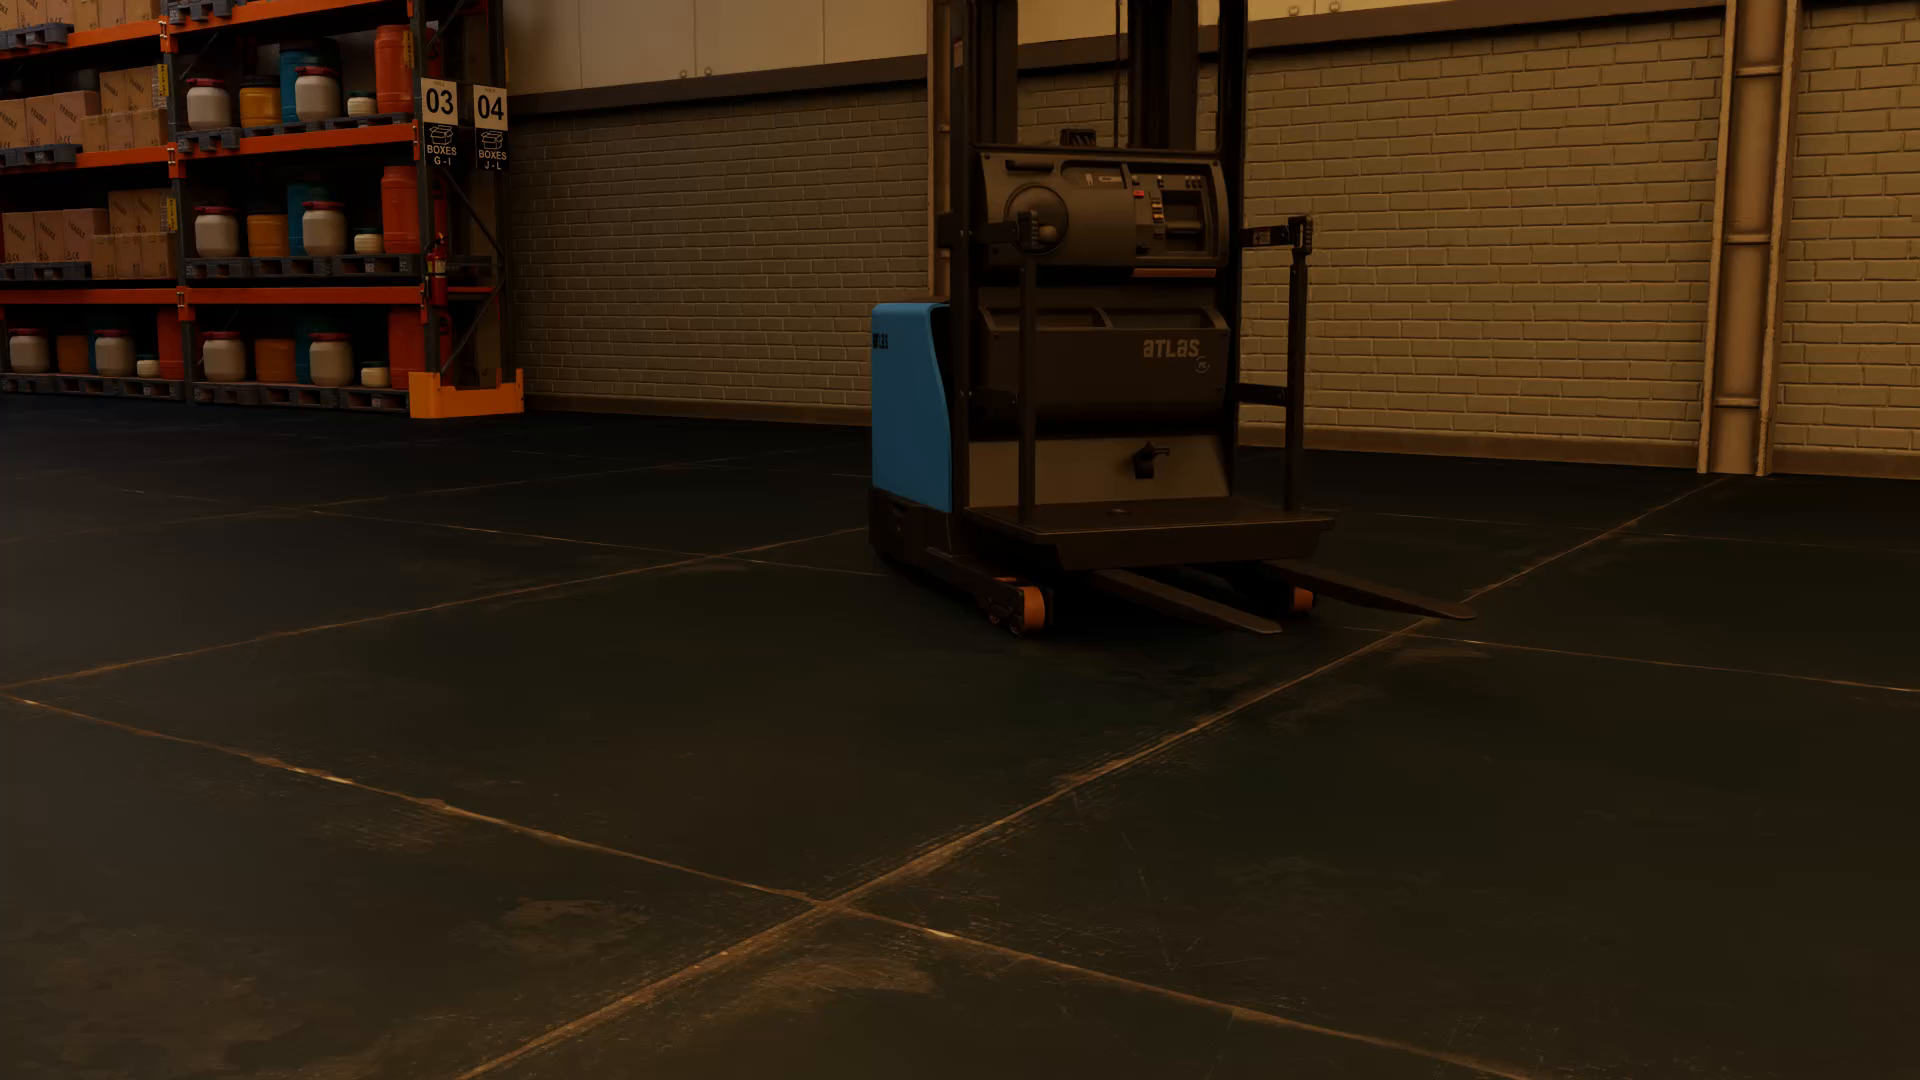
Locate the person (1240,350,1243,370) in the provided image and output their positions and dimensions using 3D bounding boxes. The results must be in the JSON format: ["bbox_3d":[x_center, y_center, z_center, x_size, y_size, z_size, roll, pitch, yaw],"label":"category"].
[{"bbox_3d":[0.967,-0.874,7.534,0.430,1.750,0.848,-5,10,-32],"label":"person"}]

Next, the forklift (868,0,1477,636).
[{"bbox_3d":[0.591,-1.205,5.666,1.130,2.935,3.031,-3,9,-20],"label":"forklift"}]
